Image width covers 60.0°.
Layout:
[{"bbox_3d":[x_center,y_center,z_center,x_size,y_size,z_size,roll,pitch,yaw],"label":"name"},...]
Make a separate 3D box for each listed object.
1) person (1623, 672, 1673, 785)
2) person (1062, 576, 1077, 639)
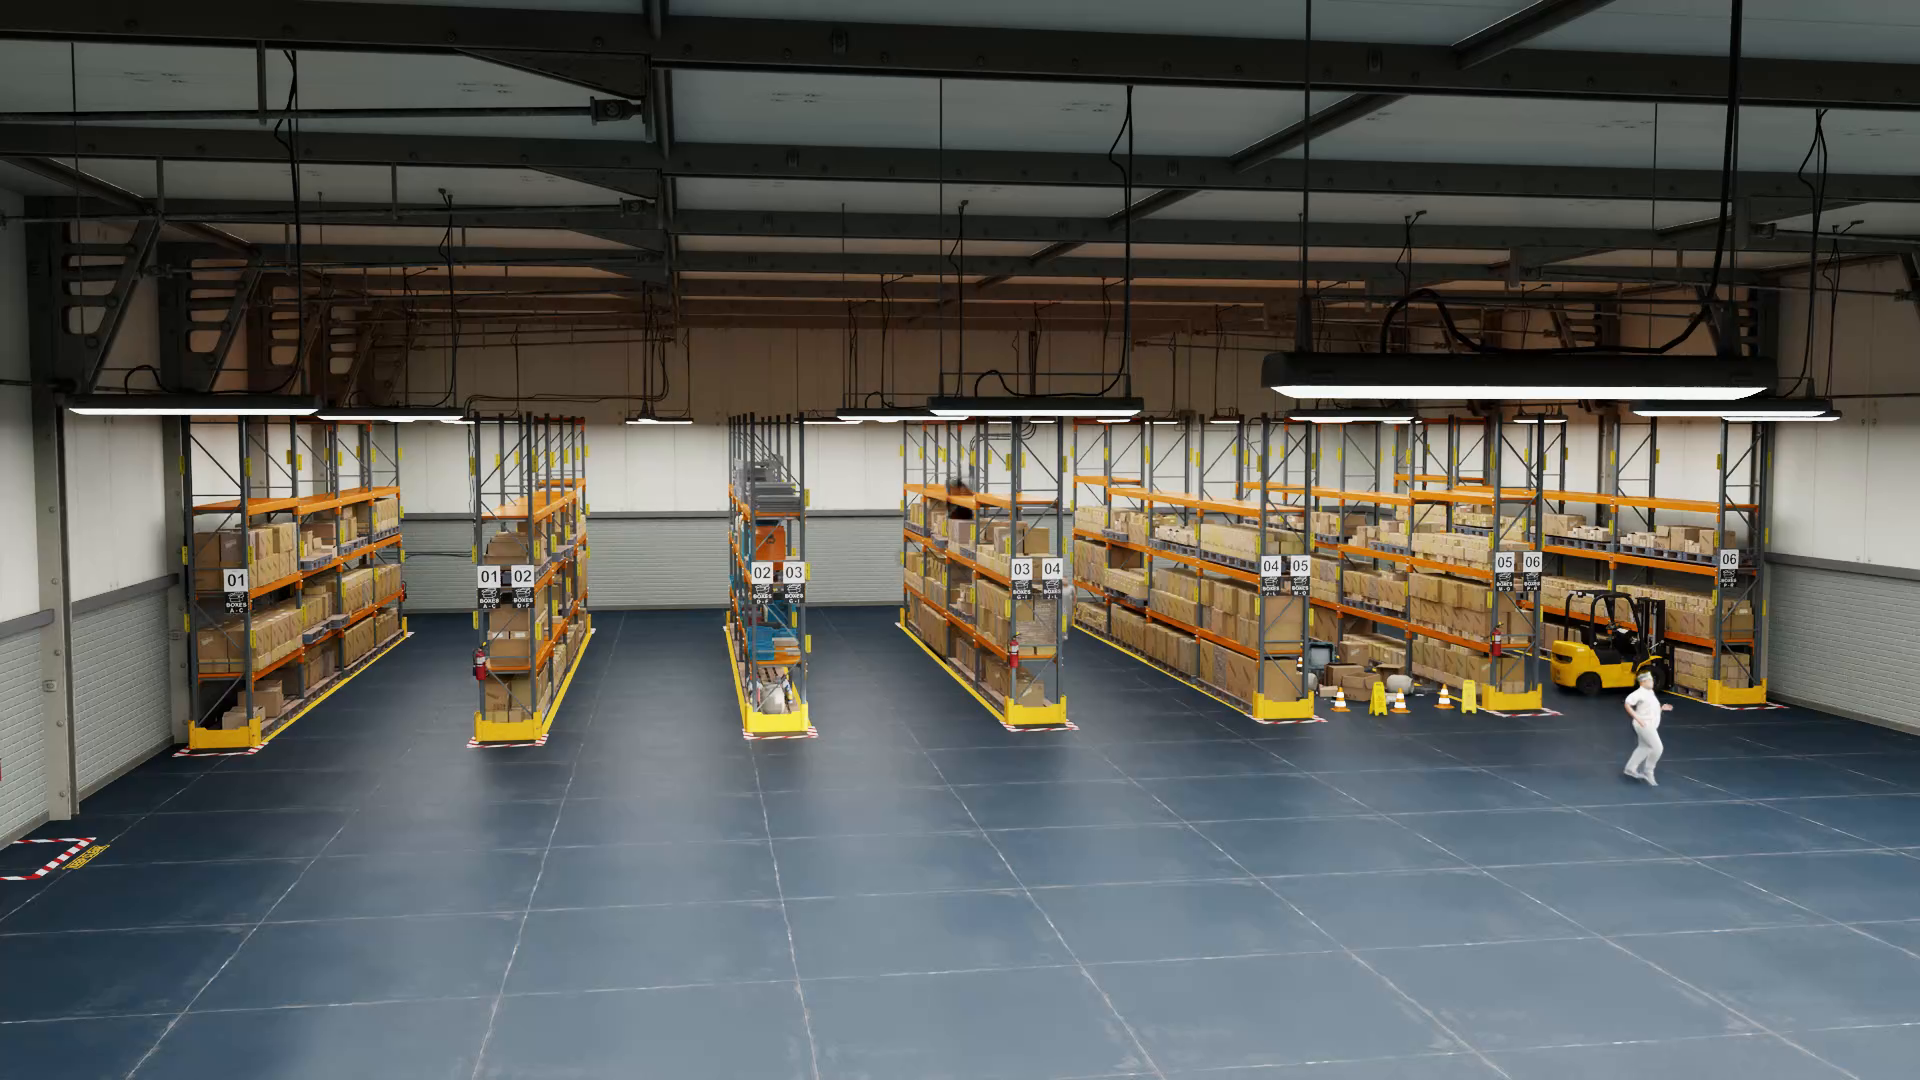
[{"bbox_3d":[11.060,3.030,26.738,0.712,1.844,0.633,3,5,33],"label":"person"},{"bbox_3d":[2.722,1.726,42.857,0.572,1.622,0.650,-1,4,-8],"label":"person"}]
